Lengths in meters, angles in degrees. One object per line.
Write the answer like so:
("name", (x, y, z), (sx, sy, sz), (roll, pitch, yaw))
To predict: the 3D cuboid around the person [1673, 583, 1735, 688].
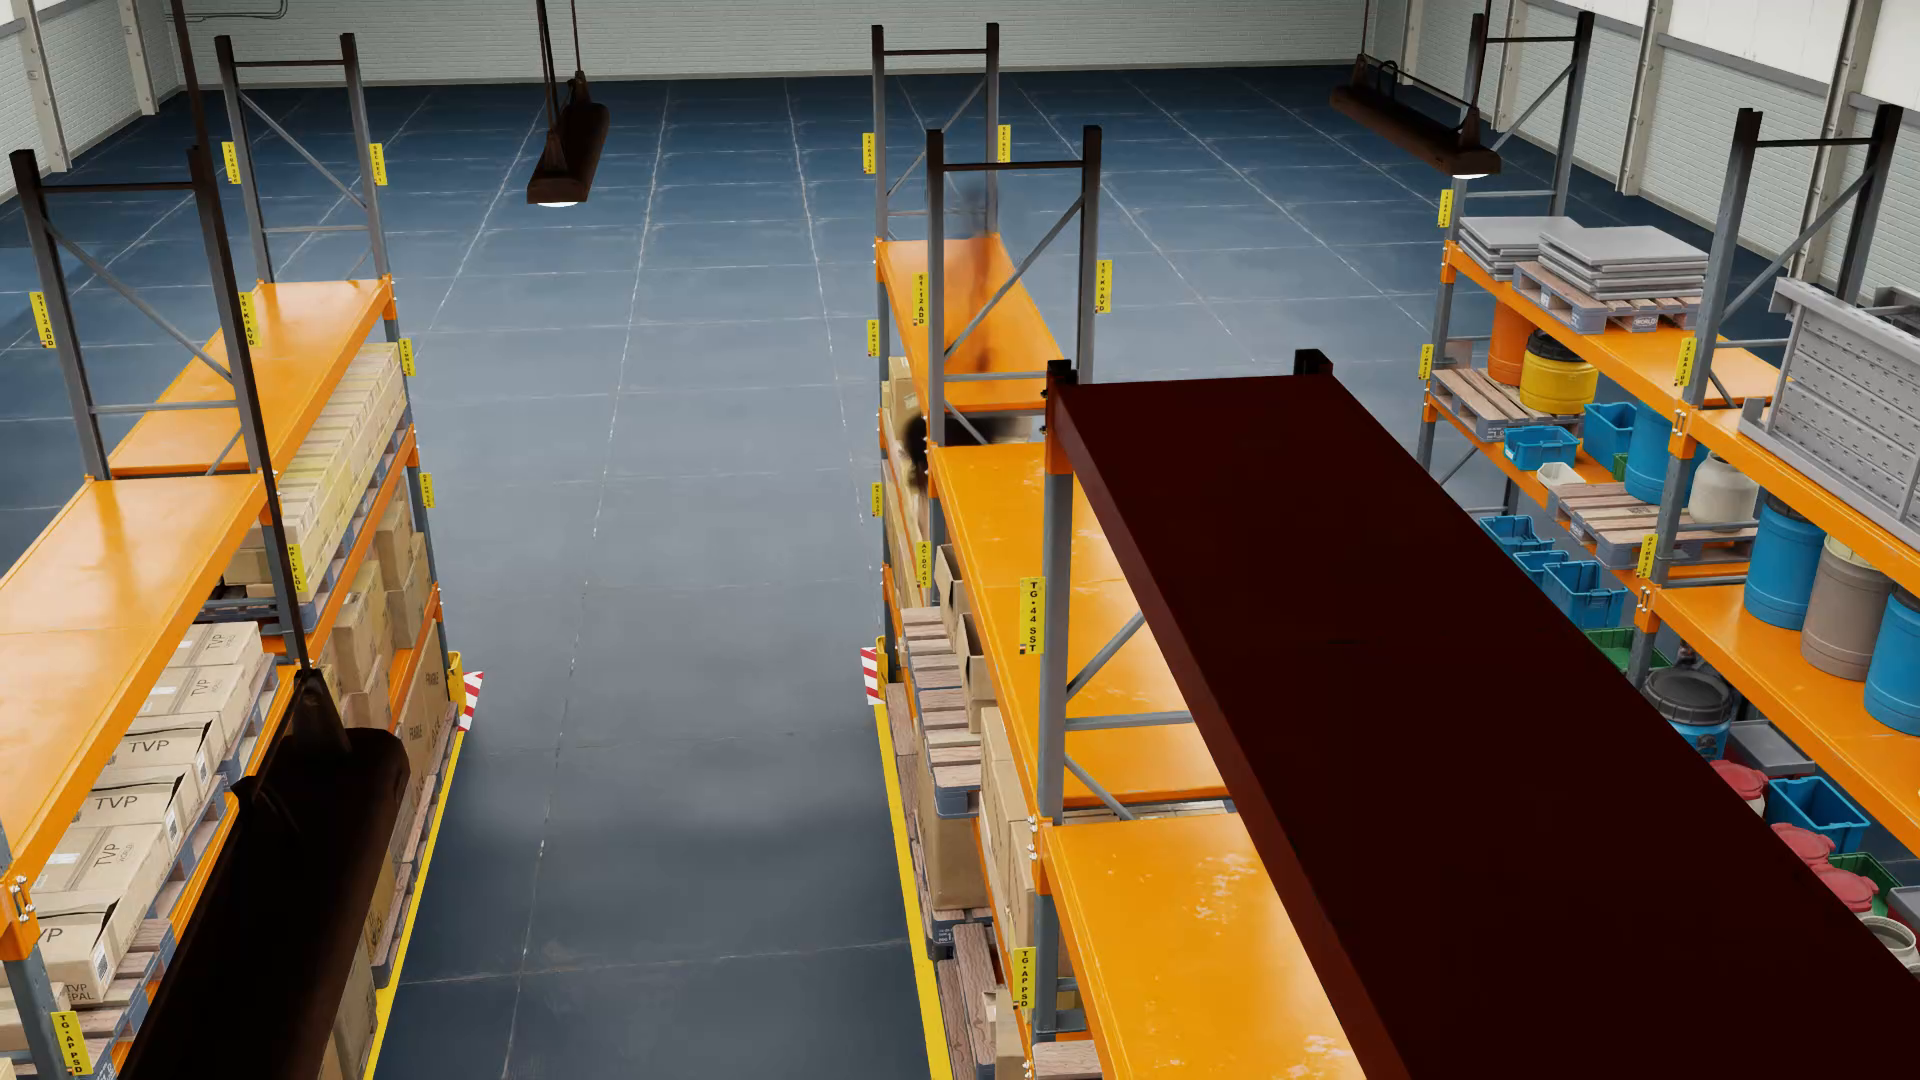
("person", (6.942, 0.552, 15.417), (0.874, 1.772, 0.595), (21, 33, 37))
